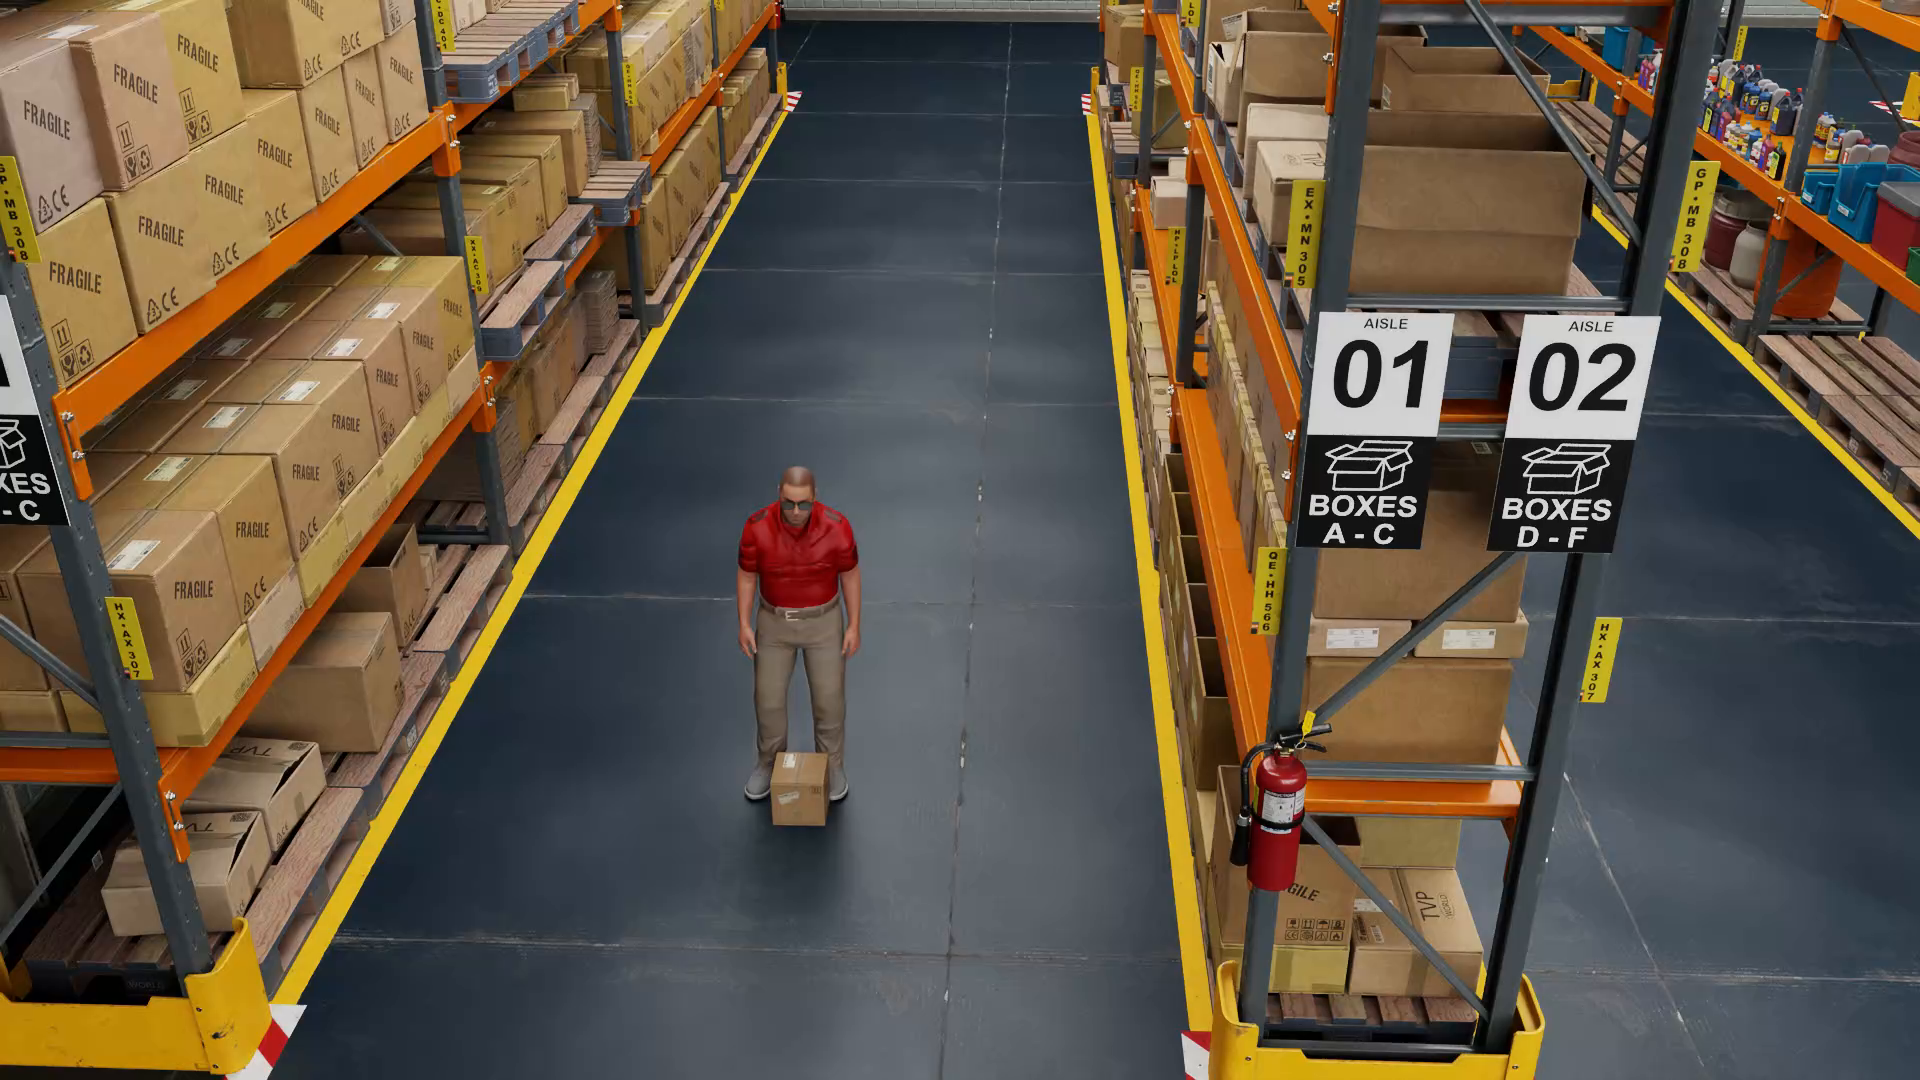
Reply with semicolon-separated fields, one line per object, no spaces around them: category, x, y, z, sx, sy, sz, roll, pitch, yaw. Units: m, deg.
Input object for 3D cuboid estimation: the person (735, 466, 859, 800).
person;-0.766;0.420;7.840;0.585;1.726;0.396;1;28;2
